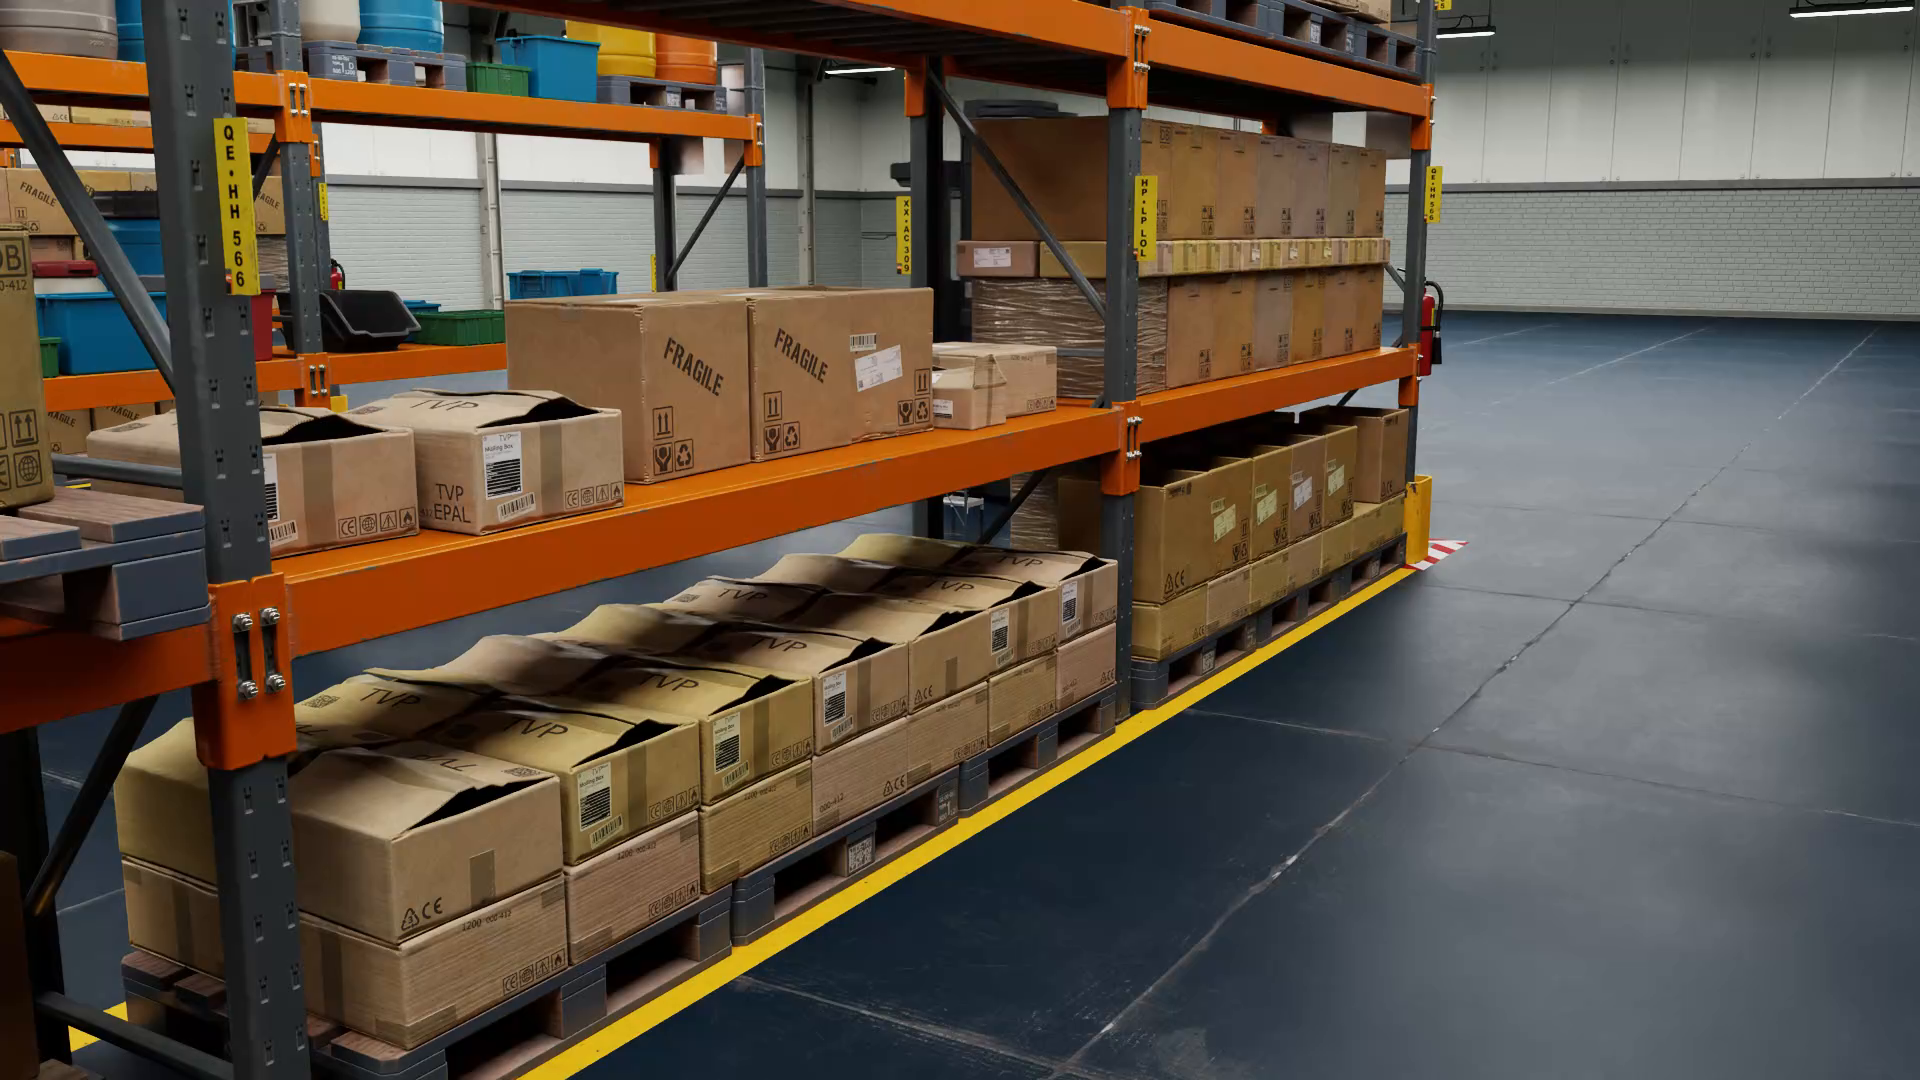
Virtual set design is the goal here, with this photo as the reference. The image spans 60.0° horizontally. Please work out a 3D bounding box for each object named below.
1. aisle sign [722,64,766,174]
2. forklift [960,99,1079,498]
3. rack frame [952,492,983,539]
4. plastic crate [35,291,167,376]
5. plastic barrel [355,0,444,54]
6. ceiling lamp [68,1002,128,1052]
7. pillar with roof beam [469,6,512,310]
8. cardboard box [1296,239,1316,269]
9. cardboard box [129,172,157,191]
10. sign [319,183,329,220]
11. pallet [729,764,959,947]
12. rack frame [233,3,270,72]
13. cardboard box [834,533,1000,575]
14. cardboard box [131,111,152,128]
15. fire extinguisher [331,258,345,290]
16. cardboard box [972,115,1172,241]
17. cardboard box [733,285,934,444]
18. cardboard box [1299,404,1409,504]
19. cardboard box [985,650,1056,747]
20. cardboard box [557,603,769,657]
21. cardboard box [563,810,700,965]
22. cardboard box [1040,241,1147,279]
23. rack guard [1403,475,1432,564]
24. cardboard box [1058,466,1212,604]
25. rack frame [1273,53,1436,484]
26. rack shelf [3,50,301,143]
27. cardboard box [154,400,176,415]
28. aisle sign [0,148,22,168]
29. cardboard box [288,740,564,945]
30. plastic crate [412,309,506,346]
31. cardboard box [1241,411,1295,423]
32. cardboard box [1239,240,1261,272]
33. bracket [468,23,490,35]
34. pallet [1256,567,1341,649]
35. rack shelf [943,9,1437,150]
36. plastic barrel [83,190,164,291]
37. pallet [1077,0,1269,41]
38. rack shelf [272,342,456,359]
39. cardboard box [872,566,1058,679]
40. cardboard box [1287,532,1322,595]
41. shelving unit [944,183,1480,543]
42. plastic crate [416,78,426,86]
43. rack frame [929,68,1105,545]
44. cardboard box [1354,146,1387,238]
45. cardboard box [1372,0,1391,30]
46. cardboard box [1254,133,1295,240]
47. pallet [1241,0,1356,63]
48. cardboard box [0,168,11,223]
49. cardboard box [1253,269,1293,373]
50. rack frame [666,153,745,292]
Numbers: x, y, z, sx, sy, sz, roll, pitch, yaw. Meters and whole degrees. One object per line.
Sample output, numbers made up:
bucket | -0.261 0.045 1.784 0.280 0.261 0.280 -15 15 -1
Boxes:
aisle sign | -1.613 -3.137 12.407 0.394 0.787 0.004 6 12 31
forklift | 0.147 -1.900 13.053 1.130 2.935 3.031 -7 13 -34
rack frame | 0.049 -0.457 10.864 0.240 0.900 0.006 6 12 31
plastic crate | -4.288 -1.036 8.293 0.392 0.384 0.575 6 12 31
plastic barrel | -3.373 -3.320 9.798 0.600 0.901 0.708 6 12 31
ceiling lamp | -1.424 1.006 5.492 0.159 0.001 4.000 6 12 31
pillar with roof beam | -6.959 -9.114 35.099 9.100 9.000 0.548 6 12 31
cardboard box | 1.620 -1.488 8.631 0.380 0.149 0.250 7 13 32
cardboard box | -6.728 -2.768 13.706 0.500 0.500 0.500 6 12 31
sign | -5.674 -3.017 14.829 0.100 0.325 0.005 6 12 31
pallet | -0.731 0.910 5.435 1.003 0.211 1.213 6 12 31
rack frame | -6.138 -5.298 14.713 1.000 3.000 0.127 6 12 31
cardboard box | -0.177 0.138 6.789 0.500 0.311 0.500 6 12 31
cardboard box | -6.701 -3.491 13.621 0.500 0.250 0.500 7 13 32
fire extinguisher | -5.684 -2.285 15.133 0.296 0.674 0.183 6 12 31
cardboard box | 0.475 -1.530 7.093 0.700 0.500 0.500 6 12 31
cardboard box | -0.436 -0.620 5.757 0.500 0.500 0.500 7 13 35
cardboard box | 2.303 -0.513 9.749 0.500 0.500 0.500 6 12 31
cardboard box | 0.019 0.544 6.140 0.500 0.250 0.500 6 12 30
cardboard box | -0.974 0.380 5.497 0.500 0.311 0.500 7 13 32
cardboard box | -1.043 0.868 4.413 0.500 0.250 0.500 6 12 29
cardboard box | 0.555 -1.165 6.904 0.380 0.149 0.250 6 12 31
rack guard | 2.339 -0.177 10.456 1.175 0.500 0.348 6 12 31
cardboard box | 0.759 -0.039 7.221 0.500 0.500 0.500 6 12 31
rack frame | 2.327 -1.402 10.206 1.000 3.000 0.127 6 12 31
rack shelf | -5.020 -2.053 7.487 1.077 0.370 4.000 6 12 31
cardboard box | -6.757 -1.133 14.420 0.500 0.500 0.500 -10 14 -43
aisle sign | -10.031 -4.099 17.548 0.394 0.787 0.004 6 12 31
cardboard box | -1.304 0.671 3.939 0.500 0.311 0.500 7 13 33
plastic crate | -3.035 -1.329 10.393 0.450 0.188 0.662 6 12 31
cardboard box | 1.600 -0.484 9.594 0.500 0.500 0.500 6 12 31
cardboard box | 1.221 -1.368 7.989 0.380 0.149 0.250 6 12 29
bracket | -10.550 -11.196 36.435 0.235 0.232 0.430 6 12 31
pallet | 1.331 0.284 8.778 1.003 0.211 1.213 6 12 31
rack shelf | 1.289 -2.208 8.316 1.077 0.370 4.000 6 12 31
plastic barrel | -4.441 -1.461 9.161 0.600 0.901 0.708 6 12 31
pallet | 0.671 -2.340 7.308 1.003 0.211 1.213 6 12 31
rack shelf | -2.943 -1.304 11.105 0.919 0.124 3.809 6 12 31
cardboard box | 0.020 0.270 6.082 0.500 0.311 0.500 7 13 32
cardboard box | 1.533 0.093 8.553 0.500 0.250 0.500 6 12 31
shelving unit | 3.863 -4.651 27.289 11.303 3.100 33.289 6 12 31
plastic crate | -3.494 -2.883 10.680 0.243 0.136 0.396 6 12 31
rack frame | 0.253 -0.773 6.844 0.949 2.616 0.053 6 12 31
cardboard box | 2.046 -2.008 9.648 0.700 0.500 0.500 6 12 31
cardboard box | 2.025 -3.112 9.389 0.797 0.503 0.637 7 13 35
cardboard box | 1.257 -1.767 8.358 0.700 0.500 0.500 6 12 31
pallet | 1.305 -2.532 8.329 1.003 0.211 1.213 6 12 31
cardboard box | -7.505 -2.532 12.445 0.500 0.500 0.500 6 12 31
cardboard box | 1.272 -1.135 8.510 0.700 0.500 0.500 7 13 32
rack frame | -1.907 -1.876 12.739 0.949 2.616 0.053 6 12 31
